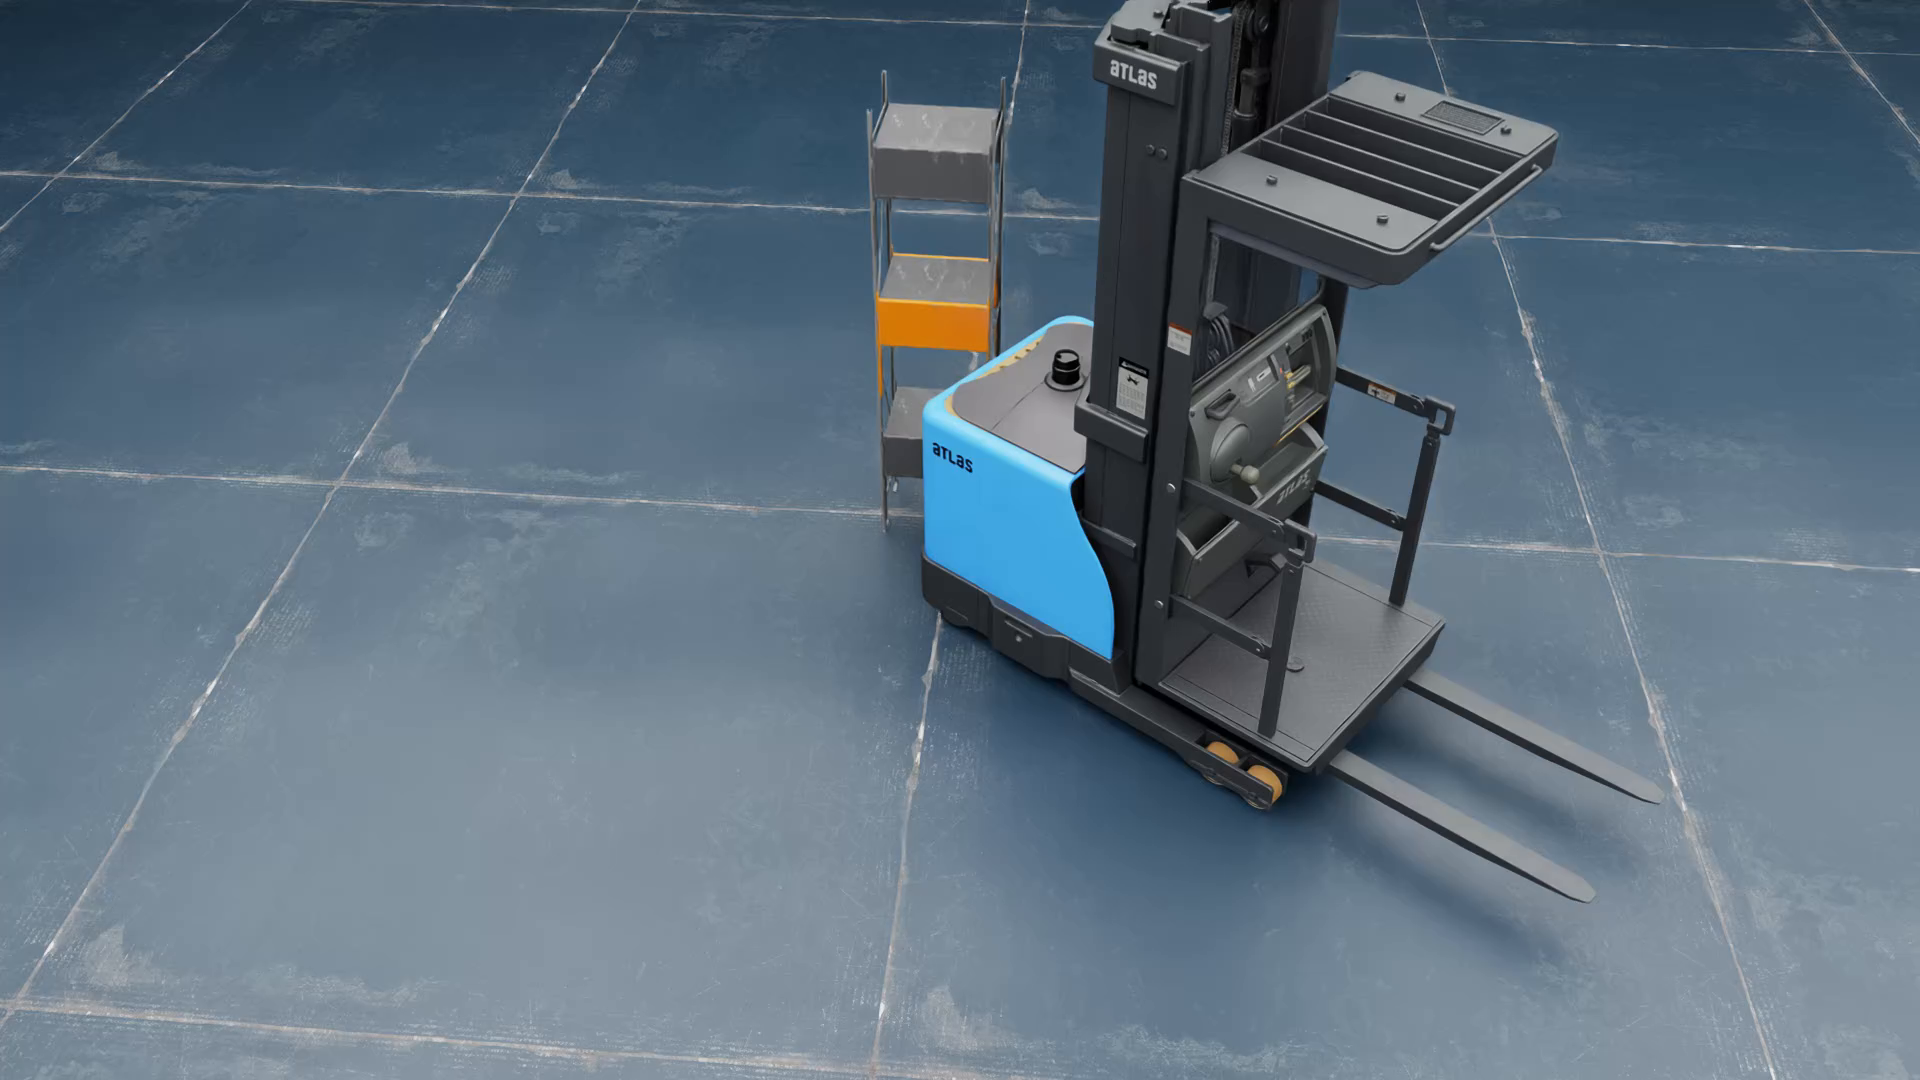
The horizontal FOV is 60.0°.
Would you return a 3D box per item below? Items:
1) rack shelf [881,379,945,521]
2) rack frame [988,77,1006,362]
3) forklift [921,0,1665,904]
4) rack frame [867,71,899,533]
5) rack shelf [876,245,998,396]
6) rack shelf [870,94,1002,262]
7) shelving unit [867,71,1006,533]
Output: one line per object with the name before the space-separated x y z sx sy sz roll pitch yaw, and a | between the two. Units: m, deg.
rack shelf | -0.089 -0.400 7.708 0.480 0.518 0.431 4 39 5
rack frame | 0.153 -0.934 7.235 0.015 2.100 0.400 4 39 5
forklift | 1.278 -0.472 6.009 3.031 2.935 1.130 28 47 30
rack frame | -0.331 -0.972 7.281 0.015 2.100 0.400 4 39 5
rack shelf | -0.089 -0.943 7.266 0.480 0.518 0.431 4 39 5
rack shelf | -0.089 -1.486 6.825 0.480 0.518 0.431 4 39 5
shelving unit | -0.089 -0.953 7.258 0.503 2.100 0.431 4 39 5
